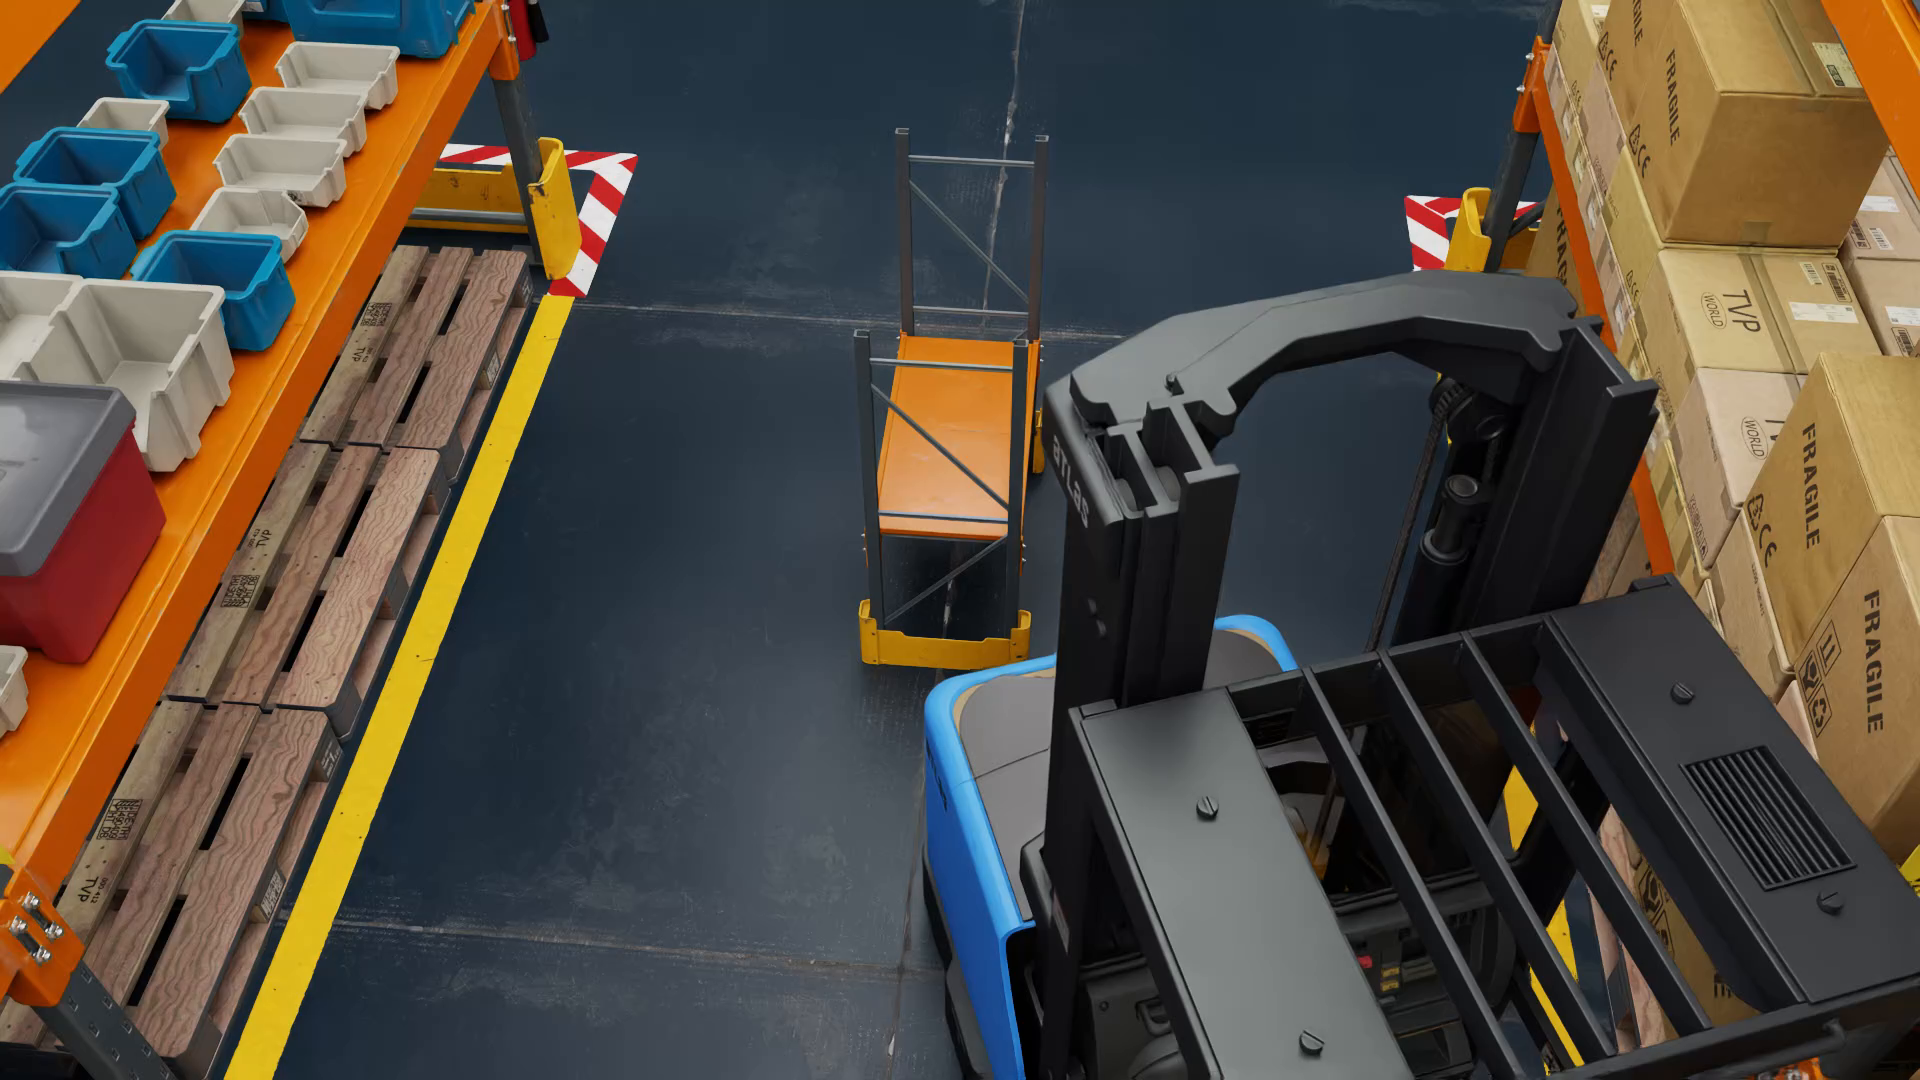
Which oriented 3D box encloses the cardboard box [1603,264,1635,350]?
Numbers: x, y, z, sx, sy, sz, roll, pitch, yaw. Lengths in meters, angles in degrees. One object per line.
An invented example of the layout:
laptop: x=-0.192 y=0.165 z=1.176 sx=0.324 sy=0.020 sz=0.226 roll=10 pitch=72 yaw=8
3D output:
cardboard box: x=2.176 y=-0.693 z=5.021 sx=0.380 sy=0.149 sz=0.250 roll=3 pitch=48 yaw=3

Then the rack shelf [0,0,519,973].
rack shelf: x=-2.463 y=-0.582 z=5.237 sx=1.077 sy=0.370 sz=4.000 roll=4 pitch=48 yaw=4

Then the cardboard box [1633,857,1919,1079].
cardboard box: x=2.427 y=1.074 z=4.391 sx=0.875 sy=0.875 sz=0.875 roll=4 pitch=48 yaw=4

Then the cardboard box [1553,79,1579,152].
cardboard box: x=2.269 y=-1.449 z=5.713 sx=0.380 sy=0.149 sz=0.250 roll=3 pitch=48 yaw=3

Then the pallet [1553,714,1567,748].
pallet: x=2.543 y=0.467 z=5.680 sx=1.003 sy=0.211 sz=1.213 roll=4 pitch=48 yaw=4

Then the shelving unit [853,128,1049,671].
shelving unit: x=-0.007 y=-0.450 z=5.645 sx=0.587 sy=1.500 sz=1.083 roll=4 pitch=48 yaw=4

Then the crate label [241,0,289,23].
crate label: x=-2.631 y=-2.099 z=6.210 sx=0.416 sy=0.233 sz=0.303 roll=4 pitch=48 yaw=4

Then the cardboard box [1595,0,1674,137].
cardboard box: x=2.293 y=-1.562 z=5.038 sx=0.500 sy=0.500 sz=0.500 roll=3 pitch=48 yaw=3

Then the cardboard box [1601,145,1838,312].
cardboard box: x=2.249 y=-0.925 z=4.963 sx=0.500 sy=0.250 sz=0.500 roll=2 pitch=48 yaw=2

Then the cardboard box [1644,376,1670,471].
cardboard box: x=2.130 y=-0.315 z=4.675 sx=0.380 sy=0.149 sz=0.250 roll=5 pitch=48 yaw=4

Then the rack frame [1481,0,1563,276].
rack frame: x=2.652 y=-1.961 z=6.011 sx=1.000 sy=3.000 sz=0.127 roll=4 pitch=48 yaw=4

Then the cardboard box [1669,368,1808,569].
cardboard box: x=2.157 y=-0.169 z=4.272 sx=0.500 sy=0.250 sz=0.500 roll=5 pitch=48 yaw=4

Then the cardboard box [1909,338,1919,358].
cardboard box: x=2.681 y=-0.404 z=3.978 sx=0.500 sy=0.500 sz=0.500 roll=3 pitch=48 yaw=2

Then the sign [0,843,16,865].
sign: x=-2.098 y=0.590 z=3.490 sx=0.100 sy=0.325 sz=0.005 roll=4 pitch=48 yaw=4

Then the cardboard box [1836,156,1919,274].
cardboard box: x=2.779 y=-0.891 z=4.932 sx=0.500 sy=0.250 sz=0.500 roll=2 pitch=48 yaw=2

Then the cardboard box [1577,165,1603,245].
cardboard box: x=2.223 y=-1.069 z=5.366 sx=0.380 sy=0.149 sz=0.250 roll=3 pitch=48 yaw=3

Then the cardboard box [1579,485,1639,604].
cardboard box: x=2.590 y=-0.242 z=5.594 sx=0.875 sy=0.875 sz=0.875 roll=4 pitch=48 yaw=4

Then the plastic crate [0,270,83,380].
plastic crate: x=-2.786 y=-0.586 z=4.891 sx=0.293 sy=0.136 sz=0.466 roll=4 pitch=48 yaw=4

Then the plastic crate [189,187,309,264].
plastic crate: x=-2.225 y=-0.977 z=5.249 sx=0.298 sy=0.136 sz=0.250 roll=4 pitch=48 yaw=4

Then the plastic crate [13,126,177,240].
plastic crate: x=-2.751 y=-1.131 z=5.325 sx=0.416 sy=0.233 sz=0.300 roll=4 pitch=48 yaw=4

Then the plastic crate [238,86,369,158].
plastic crate: x=-2.216 y=-1.402 z=5.638 sx=0.396 sy=0.136 sz=0.243 roll=4 pitch=48 yaw=4

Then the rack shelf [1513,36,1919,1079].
rack shelf: x=2.469 y=-0.249 z=4.932 sx=1.077 sy=0.370 sz=4.000 roll=4 pitch=48 yaw=4

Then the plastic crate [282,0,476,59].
plastic crate: x=-2.125 y=-2.068 z=6.044 sx=0.616 sy=0.435 sz=0.499 roll=4 pitch=48 yaw=4

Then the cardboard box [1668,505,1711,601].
cardboard box: x=2.082 y=0.060 z=4.332 sx=0.380 sy=0.149 sz=0.250 roll=5 pitch=48 yaw=4

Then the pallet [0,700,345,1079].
pallet: x=-2.617 y=1.043 z=5.153 sx=1.003 sy=0.211 sz=1.213 roll=4 pitch=48 yaw=4

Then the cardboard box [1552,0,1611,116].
cardboard box: x=2.339 y=-1.677 z=5.651 sx=0.500 sy=0.250 sz=0.500 roll=3 pitch=48 yaw=2

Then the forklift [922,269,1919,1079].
forklift: x=0.773 y=1.071 z=3.284 sx=1.130 sy=2.935 sz=3.031 roll=-12 pitch=49 yaw=-10

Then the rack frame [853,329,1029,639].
rack frame: x=-0.054 y=-0.070 z=5.298 sx=0.500 sy=1.500 sz=0.032 roll=4 pitch=48 yaw=4

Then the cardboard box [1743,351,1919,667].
cardboard box: x=2.113 y=-0.049 z=3.654 sx=0.500 sy=0.500 sz=0.500 roll=4 pitch=48 yaw=4

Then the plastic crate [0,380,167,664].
plastic crate: x=-2.314 y=-0.036 z=4.166 sx=0.402 sy=0.464 sz=0.583 roll=4 pitch=48 yaw=4

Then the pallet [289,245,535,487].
pallet: x=-2.394 y=-0.750 z=6.793 sx=1.003 sy=0.211 sz=1.213 roll=4 pitch=48 yaw=4

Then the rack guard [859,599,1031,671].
rack guard: x=-0.052 y=0.338 z=5.772 sx=0.587 sy=0.250 sz=0.087 roll=4 pitch=48 yaw=4

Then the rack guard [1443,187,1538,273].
rack guard: x=2.654 y=-1.135 z=6.950 sx=1.175 sy=0.500 sz=0.348 roll=4 pitch=48 yaw=4

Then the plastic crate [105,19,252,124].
plastic crate: x=-2.691 y=-1.615 z=5.767 sx=0.416 sy=0.233 sz=0.300 roll=4 pitch=48 yaw=4

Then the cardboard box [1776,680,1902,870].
cardboard box: x=2.066 y=0.586 z=3.581 sx=0.500 sy=0.250 sz=0.500 roll=3 pitch=48 yaw=3
